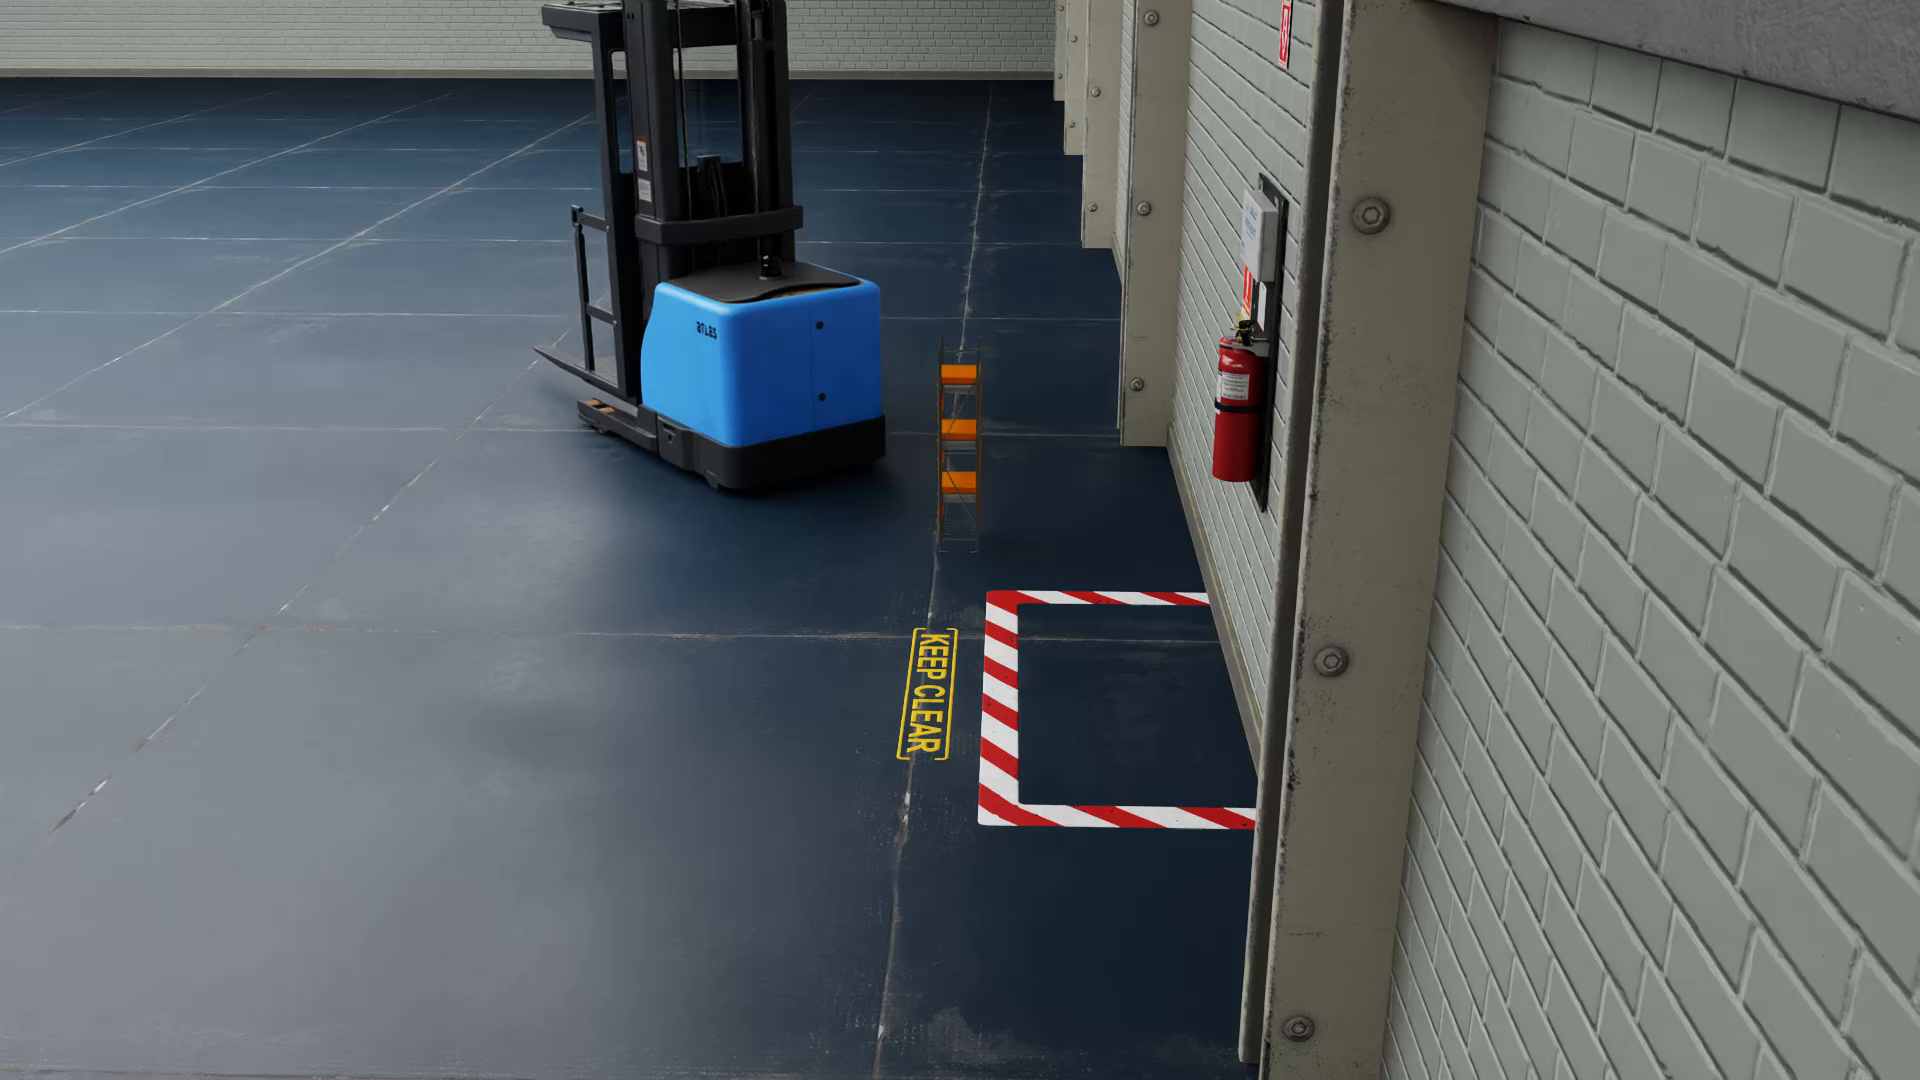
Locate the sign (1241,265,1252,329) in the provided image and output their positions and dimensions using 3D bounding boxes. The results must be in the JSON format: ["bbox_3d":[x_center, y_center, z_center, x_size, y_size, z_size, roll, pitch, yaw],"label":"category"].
[{"bbox_3d":[1.178,-0.973,6.841,0.001,0.329,0.234,1,21,2],"label":"sign"}]

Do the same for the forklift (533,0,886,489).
[{"bbox_3d":[-1.720,-2.110,9.916,1.130,2.935,3.031,-15,26,-34],"label":"forklift"}]

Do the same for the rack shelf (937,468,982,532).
[{"bbox_3d":[-0.002,-0.201,8.394,0.215,0.259,0.240,1,21,2],"label":"rack shelf"}]

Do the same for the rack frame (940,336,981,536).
[{"bbox_3d":[0.002,-0.514,8.403,0.200,1.050,0.008,1,21,2],"label":"rack frame"}]

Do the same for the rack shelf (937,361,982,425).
[{"bbox_3d":[-0.002,-0.725,8.190,0.215,0.259,0.240,1,21,2],"label":"rack shelf"}]

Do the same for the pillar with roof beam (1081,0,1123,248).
[{"bbox_3d":[-2.993,-7.048,14.253,9.100,9.000,0.400,1,21,2],"label":"pillar with roof beam"}]

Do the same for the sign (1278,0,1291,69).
[{"bbox_3d":[1.158,-1.840,5.921,0.001,0.298,0.199,1,21,2],"label":"sign"}]

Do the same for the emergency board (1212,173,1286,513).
[{"bbox_3d":[1.058,-0.758,6.335,0.194,1.169,0.643,1,21,2],"label":"emergency board"}]

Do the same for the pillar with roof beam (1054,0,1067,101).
[{"bbox_3d":[-2.628,-11.386,25.435,9.100,9.000,0.400,1,21,2],"label":"pillar with roof beam"}]

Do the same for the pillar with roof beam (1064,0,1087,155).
[{"bbox_3d":[-2.810,-9.217,19.844,9.100,9.000,0.400,1,21,2],"label":"pillar with roof beam"}]

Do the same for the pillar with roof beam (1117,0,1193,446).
[{"bbox_3d":[-3.175,-4.878,8.661,9.100,9.000,0.400,1,21,2],"label":"pillar with roof beam"}]

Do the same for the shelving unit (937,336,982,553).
[{"bbox_3d":[-0.002,-0.470,8.289,0.215,1.050,0.252,1,21,2],"label":"shelving unit"}]

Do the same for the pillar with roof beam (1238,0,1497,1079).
[{"bbox_3d":[-3.358,-2.709,3.070,9.100,9.000,0.400,1,21,2],"label":"pillar with roof beam"}]

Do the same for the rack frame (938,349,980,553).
[{"bbox_3d":[-0.005,-0.426,8.175,0.200,1.050,0.008,1,21,2],"label":"rack frame"}]

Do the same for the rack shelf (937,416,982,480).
[{"bbox_3d":[-0.002,-0.460,8.293,0.215,0.259,0.240,1,21,2],"label":"rack shelf"}]
